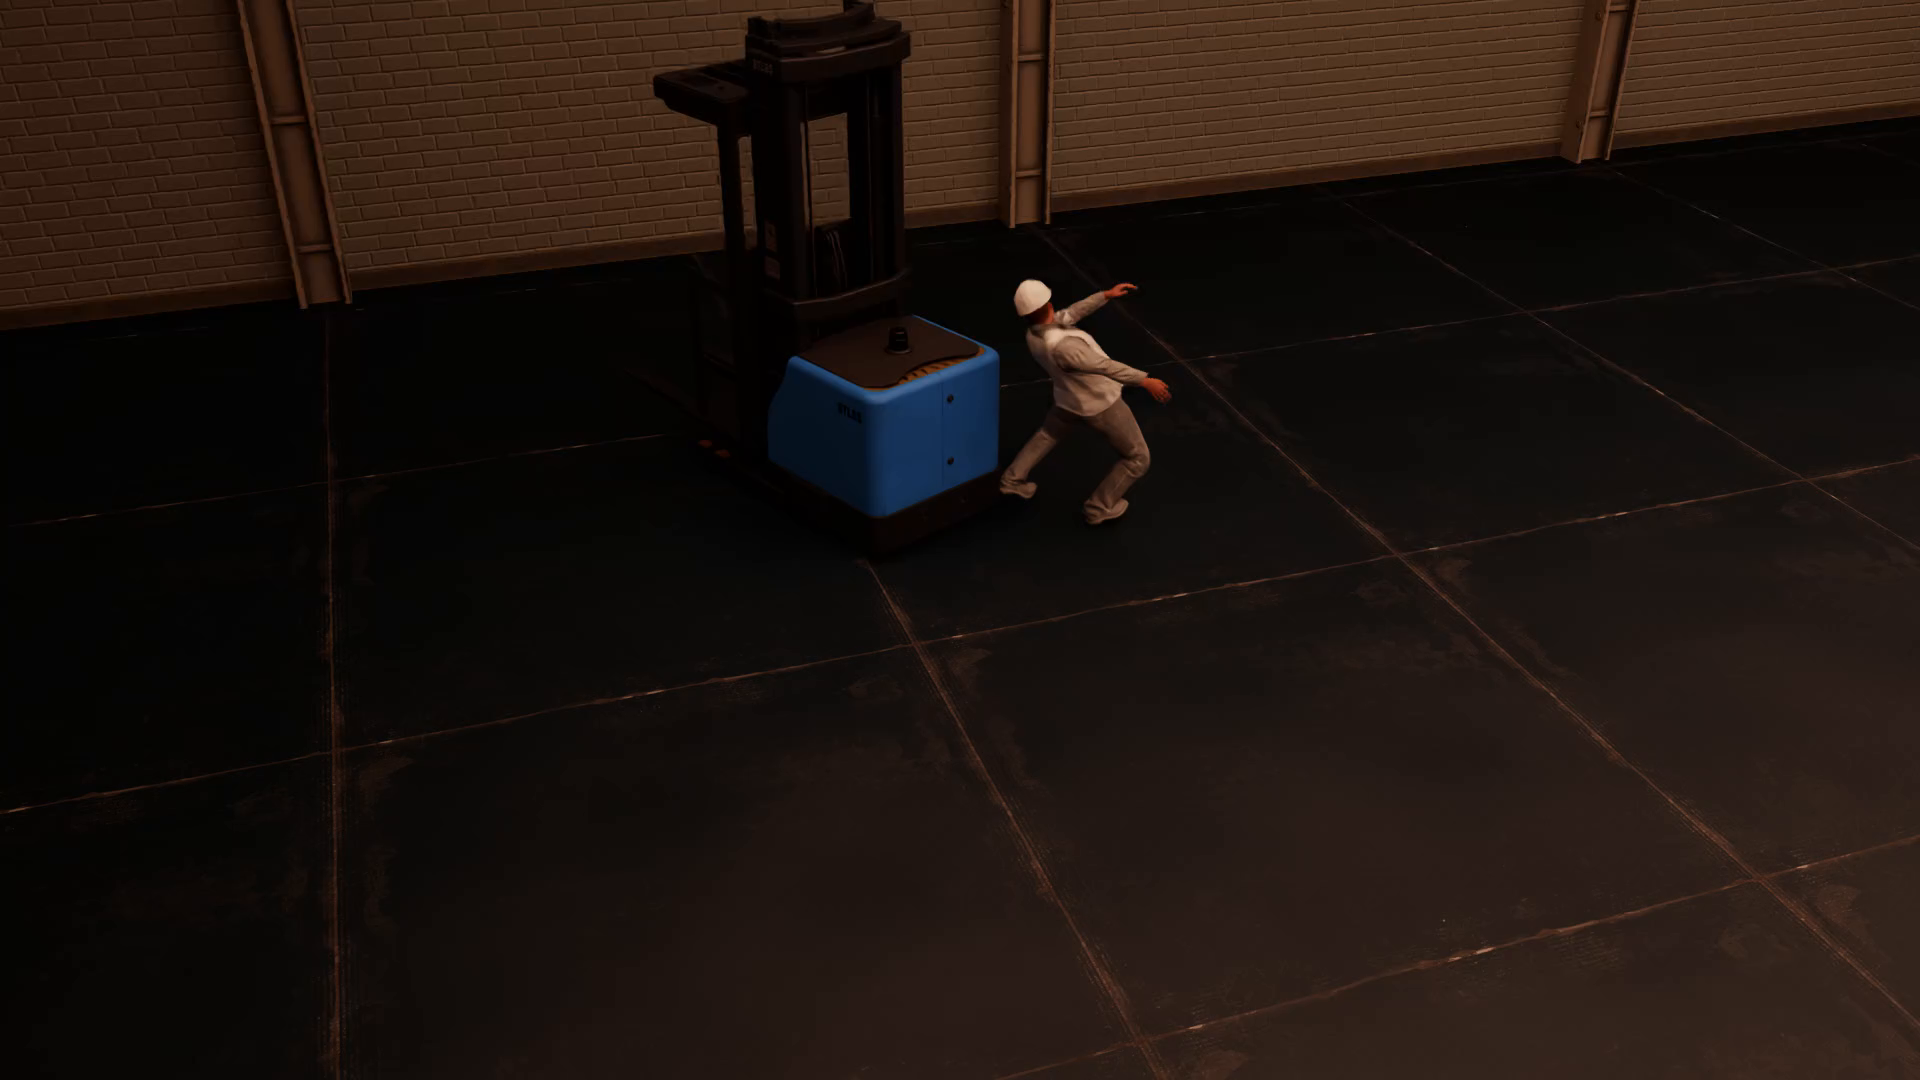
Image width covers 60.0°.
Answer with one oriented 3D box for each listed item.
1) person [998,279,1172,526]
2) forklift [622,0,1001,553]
[{"bbox_3d":[0.798,-0.797,9.852,0.737,1.511,1.017,-24,37,-35],"label":"person"},{"bbox_3d":[-1.111,-1.841,10.287,1.130,2.935,3.031,-24,38,-36],"label":"forklift"}]
